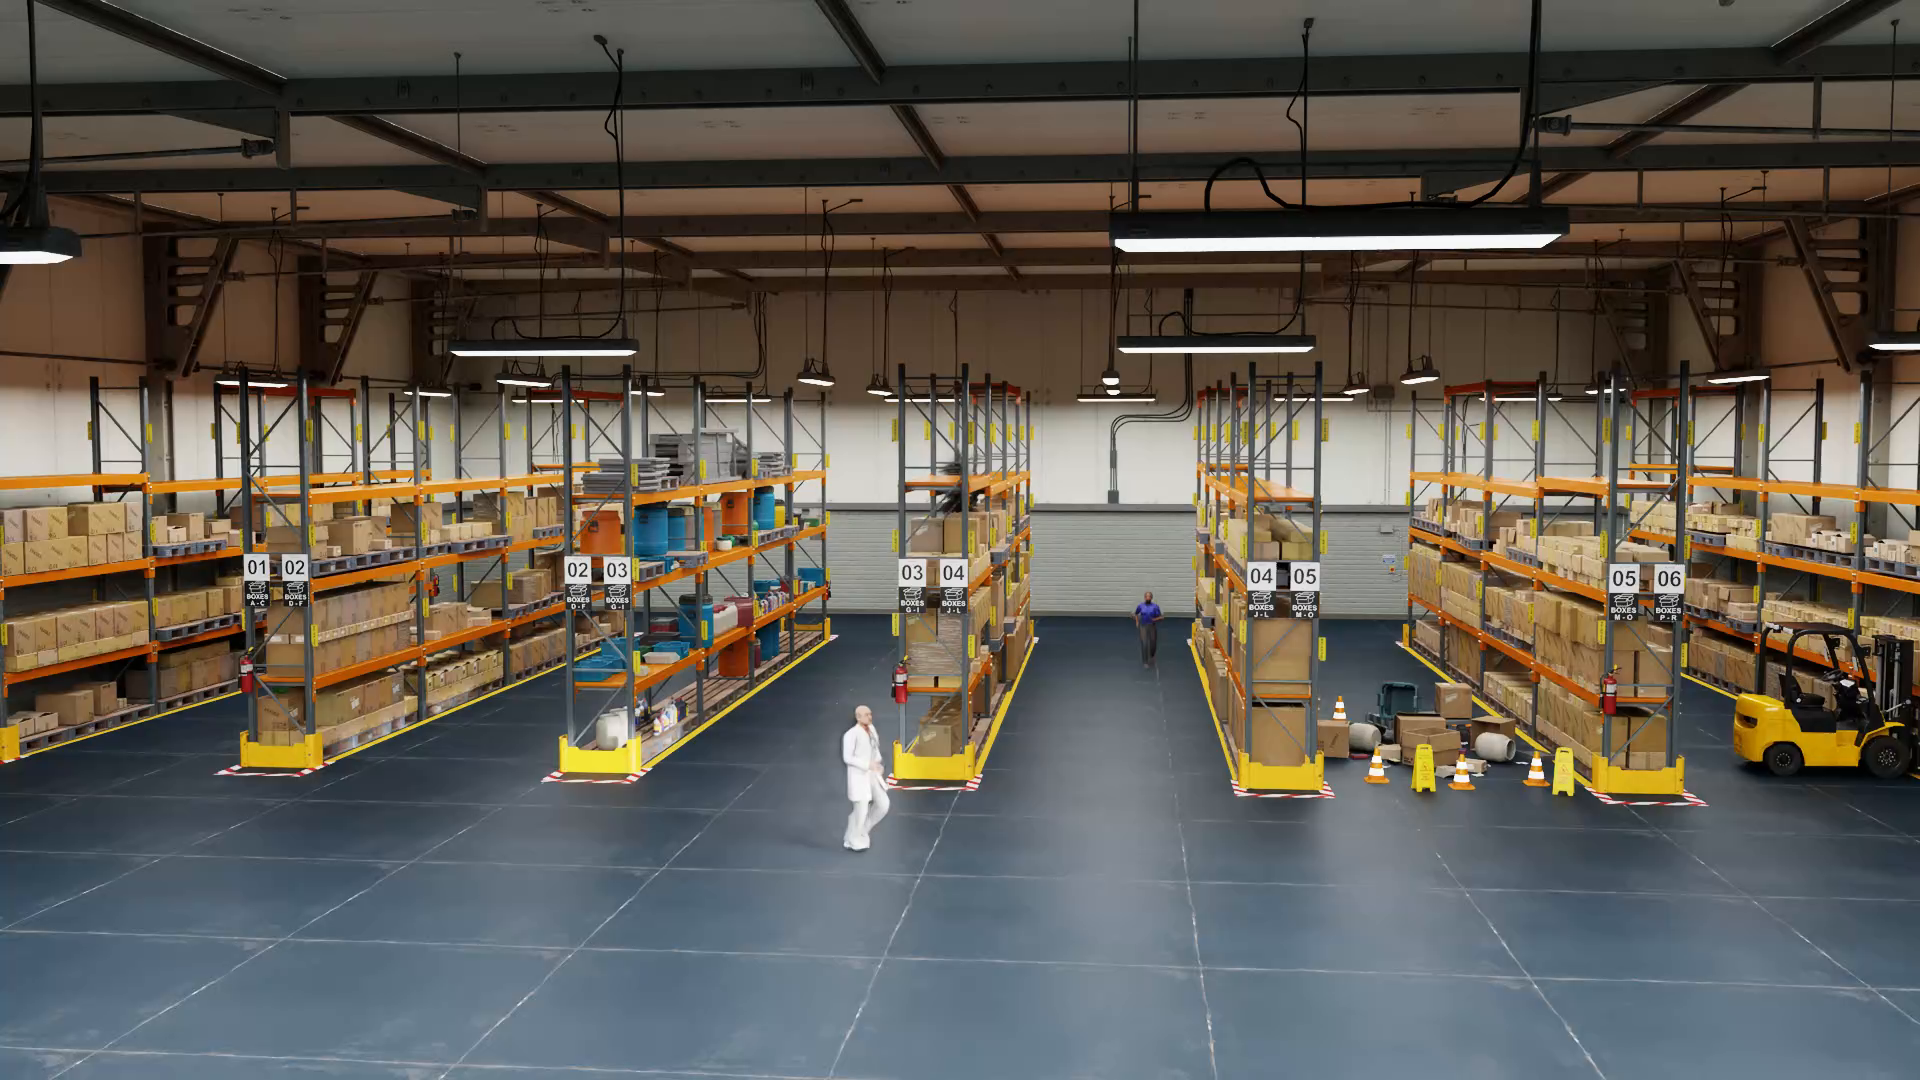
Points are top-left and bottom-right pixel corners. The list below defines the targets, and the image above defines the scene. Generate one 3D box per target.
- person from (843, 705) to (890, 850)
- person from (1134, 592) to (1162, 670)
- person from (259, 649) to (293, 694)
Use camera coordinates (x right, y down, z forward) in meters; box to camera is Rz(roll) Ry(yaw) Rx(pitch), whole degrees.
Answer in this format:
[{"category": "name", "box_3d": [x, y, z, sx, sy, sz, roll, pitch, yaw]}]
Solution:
[{"category": "person", "box_3d": [-1.102, 2.871, 19.874, 0.680, 1.712, 0.747, 3, 5, 37]}, {"category": "person", "box_3d": [3.996, 1.908, 35.351, 0.586, 1.628, 0.872, 0, 4, 5]}, {"category": "person", "box_3d": [-11.446, 2.315, 28.181, 0.643, 1.758, 0.873, 0, 4, -3]}]
